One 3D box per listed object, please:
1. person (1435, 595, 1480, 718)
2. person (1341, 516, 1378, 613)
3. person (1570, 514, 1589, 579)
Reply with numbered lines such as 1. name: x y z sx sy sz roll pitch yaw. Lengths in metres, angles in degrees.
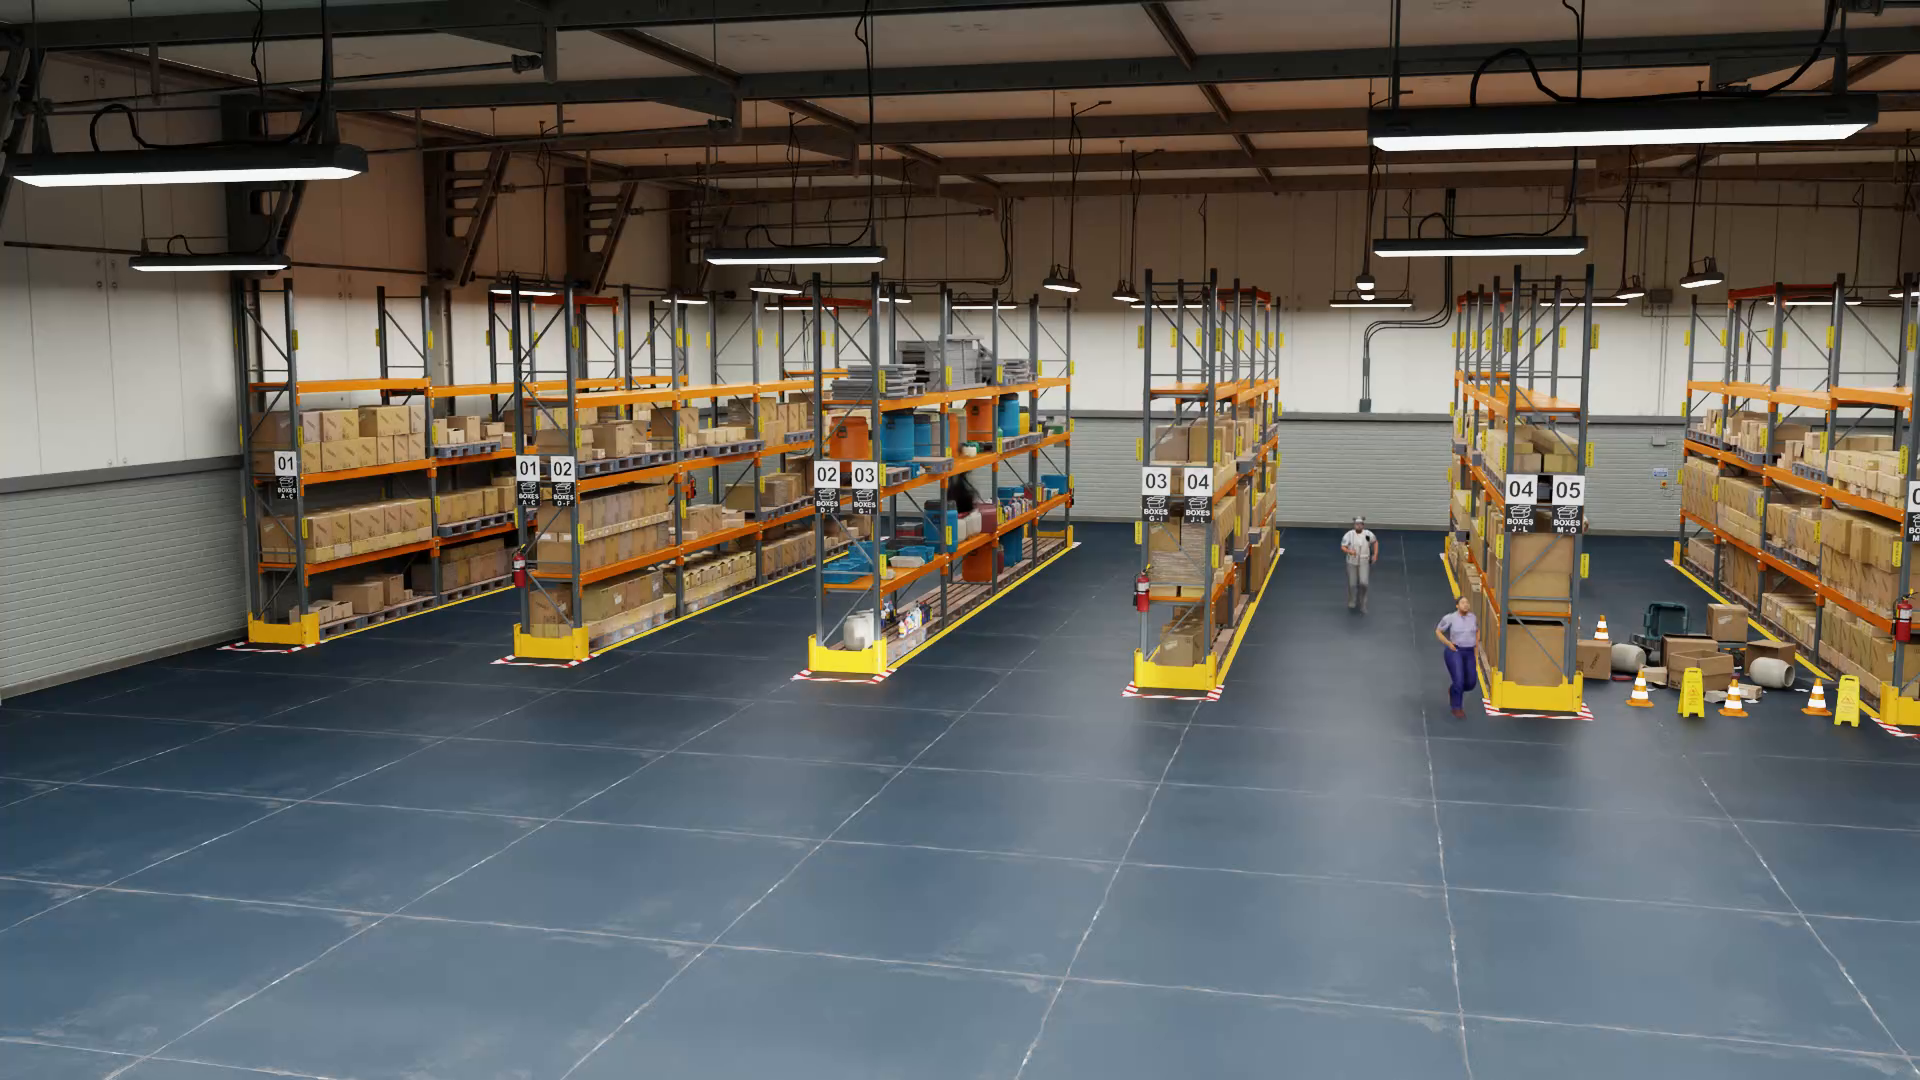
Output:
1. person: 6.702 1.553 22.333 0.650 1.630 0.581 -1 7 -9
2. person: 7.389 0.465 30.785 0.680 1.852 0.752 1 7 10
3. person: 12.773 0.019 34.658 0.550 1.720 0.729 1 7 7
